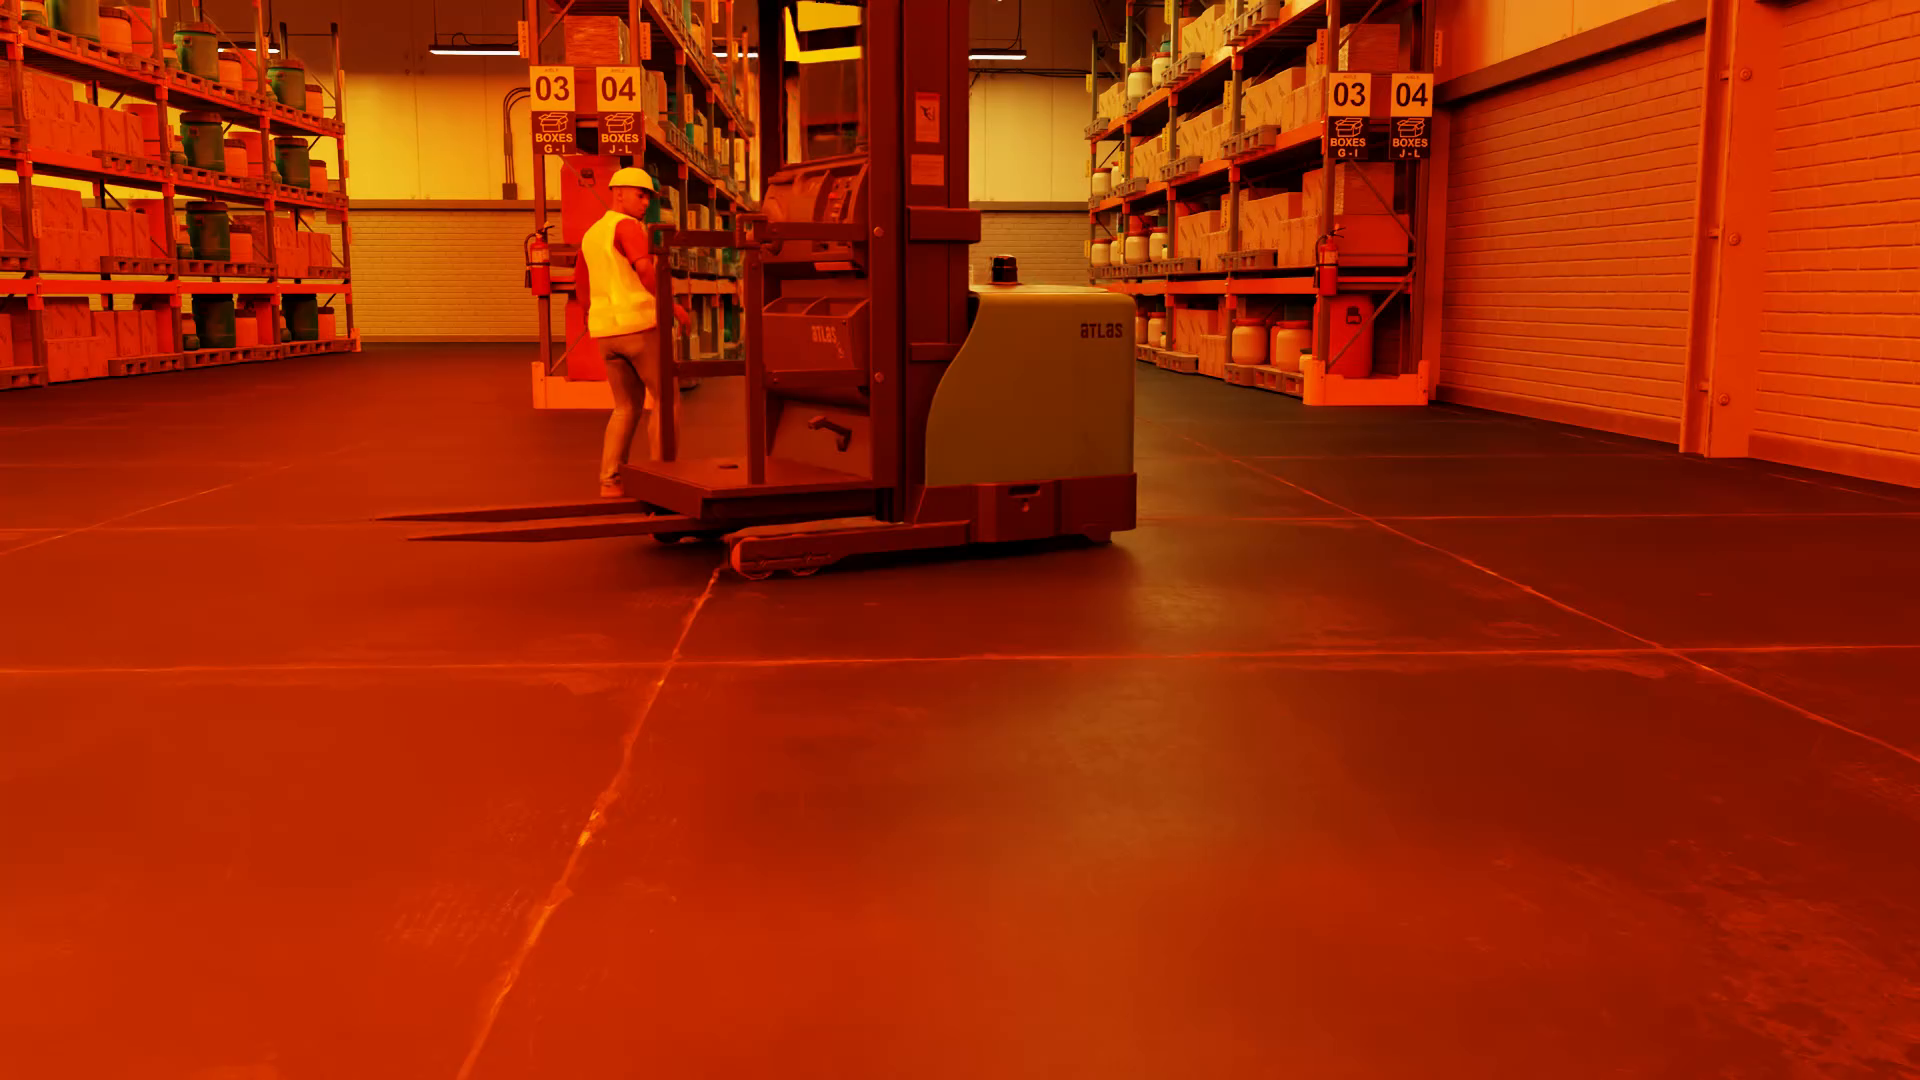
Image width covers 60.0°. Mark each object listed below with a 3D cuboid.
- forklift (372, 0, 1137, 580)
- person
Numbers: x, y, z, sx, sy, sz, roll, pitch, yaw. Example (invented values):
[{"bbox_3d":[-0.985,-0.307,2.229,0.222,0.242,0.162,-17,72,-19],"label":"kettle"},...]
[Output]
[{"bbox_3d":[-0.779,-1.386,6.662,3.031,2.935,1.130,-5,10,-29],"label":"forklift"},{"bbox_3d":[-1.722,-1.098,8.830,0.775,1.731,0.509,7,11,40],"label":"person"}]
